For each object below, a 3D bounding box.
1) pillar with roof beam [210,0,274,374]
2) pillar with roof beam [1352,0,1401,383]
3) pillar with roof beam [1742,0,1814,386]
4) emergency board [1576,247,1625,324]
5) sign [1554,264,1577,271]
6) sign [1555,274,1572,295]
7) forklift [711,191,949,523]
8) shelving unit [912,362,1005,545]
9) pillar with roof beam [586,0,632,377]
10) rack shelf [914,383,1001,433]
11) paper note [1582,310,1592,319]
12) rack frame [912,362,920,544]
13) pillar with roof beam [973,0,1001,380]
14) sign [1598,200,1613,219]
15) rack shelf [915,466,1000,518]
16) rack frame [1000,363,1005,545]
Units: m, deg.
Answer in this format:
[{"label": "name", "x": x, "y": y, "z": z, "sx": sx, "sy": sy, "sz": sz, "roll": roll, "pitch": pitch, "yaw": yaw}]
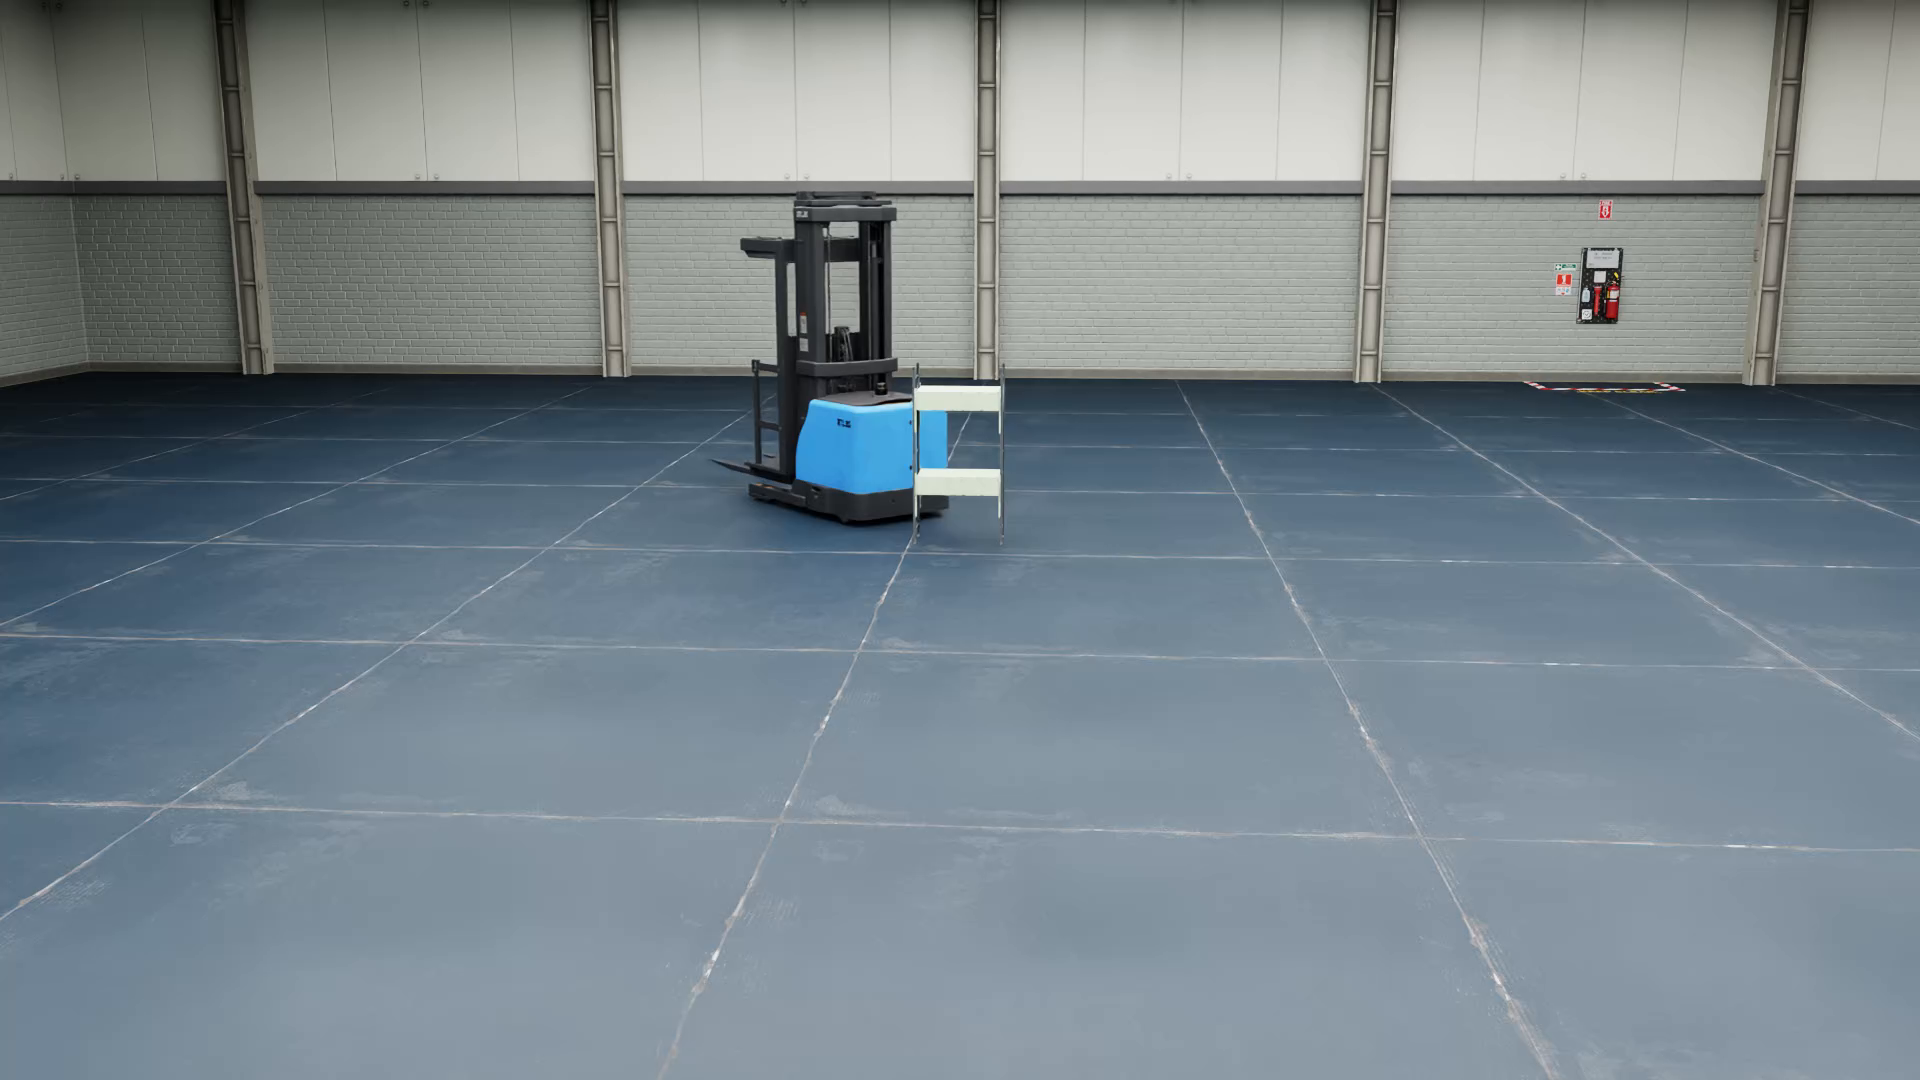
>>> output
[{"label": "pillar with roof beam", "x": -11.838, "y": -6.272, "z": 22.275, "sx": 0.400, "sy": 9.000, "sz": 9.100, "roll": 1, "pitch": 12, "yaw": 4}, {"label": "pillar with roof beam", "x": 6.122, "y": -6.026, "z": 21.097, "sx": 0.400, "sy": 9.000, "sz": 9.100, "roll": 1, "pitch": 12, "yaw": 4}, {"label": "pillar with roof beam", "x": 12.109, "y": -5.944, "z": 20.705, "sx": 0.400, "sy": 9.000, "sz": 9.100, "roll": 1, "pitch": 12, "yaw": 4}, {"label": "emergency board", "x": 9.933, "y": -3.928, "z": 25.722, "sx": 0.643, "sy": 1.169, "sz": 0.194, "roll": 1, "pitch": 12, "yaw": 4}, {"label": "sign", "x": 9.392, "y": -4.232, "z": 25.792, "sx": 0.331, "sy": 0.109, "sz": 0.001, "roll": 1, "pitch": 12, "yaw": 4}, {"label": "sign", "x": 9.388, "y": -3.975, "z": 25.856, "sx": 0.234, "sy": 0.329, "sz": 0.001, "roll": 1, "pitch": 12, "yaw": 4}, {"label": "forklift", "x": -1.389, "y": -1.839, "z": 15.901, "sx": 1.130, "sy": 2.935, "sz": 3.031, "roll": -9, "pitch": 15, "yaw": -36}, {"label": "shelving unit", "x": -0.007, "y": -0.734, "z": 14.115, "sx": 0.755, "sy": 1.500, "sz": 0.431, "roll": 1, "pitch": 12, "yaw": 4}, {"label": "pillar with roof beam", "x": -5.851, "y": -6.190, "z": 21.882, "sx": 0.400, "sy": 9.000, "sz": 9.100, "roll": 1, "pitch": 12, "yaw": 4}, {"label": "rack shelf", "x": -0.007, "y": -1.116, "z": 14.035, "sx": 0.720, "sy": 0.370, "sz": 0.431, "roll": 1, "pitch": 12, "yaw": 4}, {"label": "paper note", "x": 9.761, "y": -3.514, "z": 25.892, "sx": 0.142, "sy": 0.148, "sz": 0.016, "roll": 1, "pitch": 12, "yaw": 4}, {"label": "rack frame", "x": -0.372, "y": -0.739, "z": 14.139, "sx": 0.023, "sy": 1.500, "sz": 0.400, "roll": 1, "pitch": 12, "yaw": 4}, {"label": "pillar with roof beam", "x": 0.136, "y": -6.108, "z": 21.490, "sx": 0.400, "sy": 9.000, "sz": 9.100, "roll": 1, "pitch": 12, "yaw": 4}, {"label": "sign", "x": 9.932, "y": -5.084, "z": 25.583, "sx": 0.199, "sy": 0.298, "sz": 0.001, "roll": 1, "pitch": 12, "yaw": 4}, {"label": "rack shelf", "x": -0.007, "y": -0.415, "z": 14.182, "sx": 0.720, "sy": 0.370, "sz": 0.431, "roll": 1, "pitch": 12, "yaw": 4}, {"label": "rack frame", "x": 0.359, "y": -0.729, "z": 14.091, "sx": 0.023, "sy": 1.500, "sz": 0.400, "roll": 1, "pitch": 12, "yaw": 4}]
